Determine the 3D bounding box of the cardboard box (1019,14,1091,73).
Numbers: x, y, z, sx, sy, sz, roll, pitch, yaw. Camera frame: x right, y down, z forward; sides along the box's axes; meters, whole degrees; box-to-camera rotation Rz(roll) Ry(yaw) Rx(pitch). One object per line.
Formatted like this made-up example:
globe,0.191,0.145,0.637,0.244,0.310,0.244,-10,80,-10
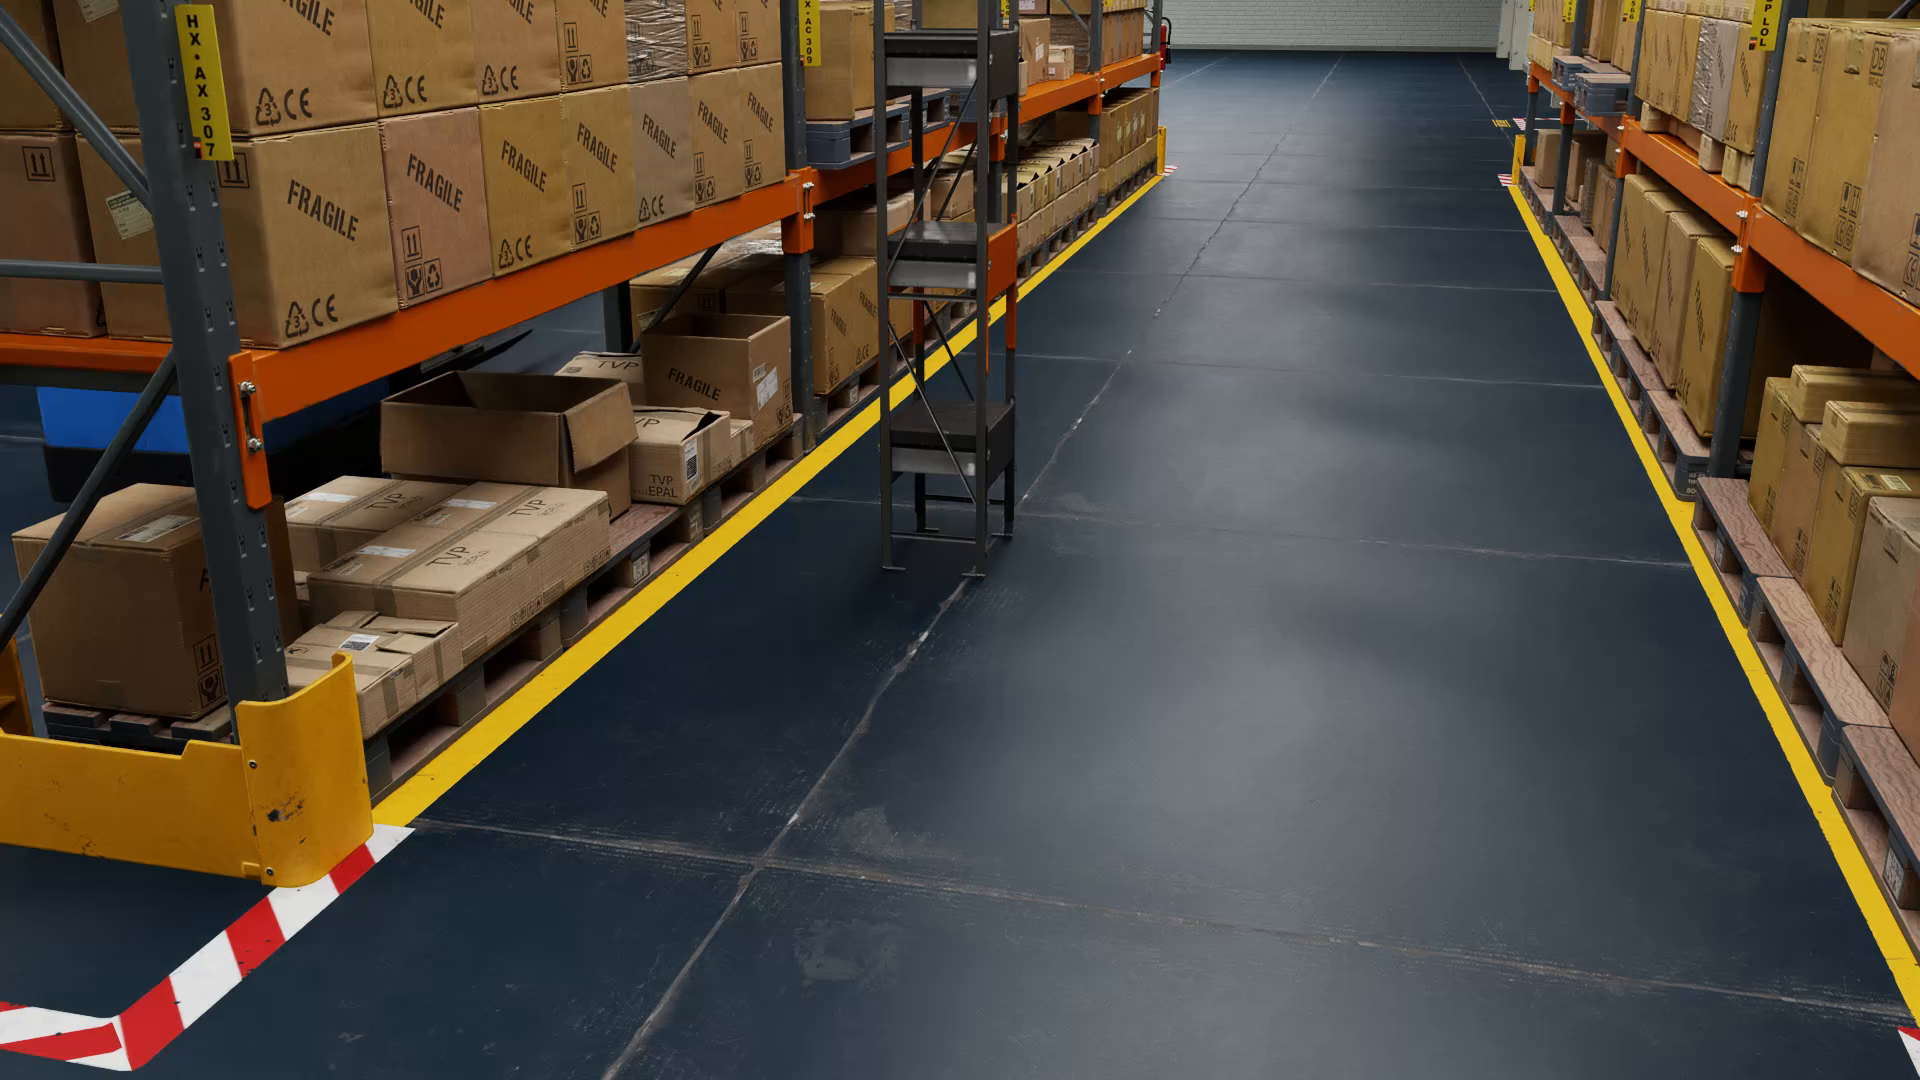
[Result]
cardboard box,0.866,-4.571,15.276,0.700,0.500,0.500,4,19,12

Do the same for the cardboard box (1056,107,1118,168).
cardboard box,1.181,-3.757,15.492,0.500,0.500,0.500,5,19,13

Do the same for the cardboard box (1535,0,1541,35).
cardboard box,6.007,-5.261,16.492,0.500,0.500,0.500,5,19,14

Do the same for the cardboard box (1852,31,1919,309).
cardboard box,3.113,-1.003,4.519,0.980,0.700,0.700,4,19,11

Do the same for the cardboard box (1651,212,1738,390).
cardboard box,3.861,-1.161,8.122,0.750,0.750,0.750,5,20,15

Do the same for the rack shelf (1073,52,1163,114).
rack shelf,1.252,-4.671,16.835,1.077,0.370,4.000,5,19,13

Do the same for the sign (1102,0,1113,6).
sign,1.292,-4.855,14.592,0.100,0.325,0.005,5,19,13

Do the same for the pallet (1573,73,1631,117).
pallet,4.662,-2.882,10.780,1.213,0.211,1.003,5,19,13

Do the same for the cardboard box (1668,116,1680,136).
cardboard box,4.127,-2.303,9.147,0.380,0.149,0.250,4,19,13

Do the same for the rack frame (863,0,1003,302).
rack frame,-0.214,-3.131,11.212,1.000,3.000,0.127,5,19,13

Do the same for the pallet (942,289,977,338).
pallet,-0.433,-1.580,10.987,1.003,0.211,1.213,5,19,13

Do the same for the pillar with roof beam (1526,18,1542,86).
pillar with roof beam,7.437,-13.781,33.113,9.100,9.000,0.400,5,19,13

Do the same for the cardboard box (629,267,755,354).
cardboard box,-1.348,-1.079,8.394,0.500,0.500,0.500,5,19,13

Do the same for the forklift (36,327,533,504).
forklift,-3.052,-1.932,7.810,1.130,2.935,3.031,3,19,10

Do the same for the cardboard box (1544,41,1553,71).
cardboard box,5.628,-4.420,15.187,0.500,0.250,0.500,5,19,13

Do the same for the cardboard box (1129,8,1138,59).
cardboard box,1.491,-5.375,17.629,0.700,0.500,0.500,5,20,15

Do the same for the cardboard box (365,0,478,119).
cardboard box,-1.684,-1.426,4.521,0.500,0.500,0.500,5,19,14

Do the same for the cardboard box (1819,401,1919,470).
cardboard box,2.944,-0.327,5.218,0.380,0.149,0.250,4,19,12

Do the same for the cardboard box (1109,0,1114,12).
cardboard box,1.266,-5.128,15.902,0.380,0.149,0.250,4,19,12

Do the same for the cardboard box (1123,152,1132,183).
cardboard box,1.425,-3.716,16.530,0.500,0.250,0.500,5,19,13

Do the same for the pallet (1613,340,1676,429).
pallet,4.025,-0.799,8.699,1.003,0.211,1.213,5,19,13

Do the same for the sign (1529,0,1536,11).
sign,6.019,-5.701,17.397,0.100,0.325,0.005,5,19,13

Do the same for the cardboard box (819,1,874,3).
cardboard box,-0.819,-2.682,9.093,0.700,0.500,0.500,0,19,-1

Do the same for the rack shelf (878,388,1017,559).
rack shelf,-0.040,-0.266,6.427,0.431,0.518,0.480,5,19,13

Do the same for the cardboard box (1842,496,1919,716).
cardboard box,2.955,0.209,4.652,0.700,0.500,0.500,4,19,12

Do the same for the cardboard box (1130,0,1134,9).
cardboard box,1.580,-5.534,17.091,0.380,0.149,0.250,5,20,15

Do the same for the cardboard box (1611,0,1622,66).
cardboard box,5.137,-3.710,12.072,0.700,0.500,0.500,7,20,21

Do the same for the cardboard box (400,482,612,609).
cardboard box,-1.516,0.008,5.596,0.500,0.250,0.500,5,19,13

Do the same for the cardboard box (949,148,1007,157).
cardboard box,0.169,-3.119,13.914,0.500,0.311,0.500,4,19,12

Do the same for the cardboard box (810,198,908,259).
cardboard box,-0.592,-1.703,9.059,0.500,0.250,0.500,5,19,13

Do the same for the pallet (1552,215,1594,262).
pallet,5.379,-2.431,13.477,1.003,0.211,1.213,5,19,13

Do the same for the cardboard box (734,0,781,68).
cardboard box,-1.063,-2.218,6.840,0.500,0.500,0.500,5,19,14

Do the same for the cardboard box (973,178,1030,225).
cardboard box,0.199,-2.435,11.911,0.500,0.311,0.500,5,20,15

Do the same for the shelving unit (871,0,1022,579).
shelving unit,-0.040,-0.942,6.196,0.431,2.100,0.503,5,19,13

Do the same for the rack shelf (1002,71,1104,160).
rack shelf,0.275,-3.417,13.164,1.077,0.370,4.000,5,19,13

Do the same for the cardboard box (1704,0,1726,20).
cardboard box,3.739,-2.525,7.634,0.500,0.250,0.500,5,19,14

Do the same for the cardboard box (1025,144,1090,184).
cardboard box,0.822,-3.234,14.252,0.500,0.311,0.500,5,20,15

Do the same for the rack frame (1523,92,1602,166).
rack frame,6.546,-5.248,17.412,1.000,3.000,0.127,5,19,13

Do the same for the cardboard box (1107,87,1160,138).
cardboard box,1.899,-4.699,18.248,0.500,0.500,0.500,5,19,13

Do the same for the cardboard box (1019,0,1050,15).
cardboard box,0.623,-4.841,15.061,0.380,0.149,0.250,5,19,13

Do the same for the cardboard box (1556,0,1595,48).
cardboard box,5.384,-4.460,14.146,0.500,0.500,0.500,5,19,13

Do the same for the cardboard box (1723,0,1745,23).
cardboard box,3.614,-2.365,7.166,0.500,0.250,0.500,5,20,15

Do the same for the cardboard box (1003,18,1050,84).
cardboard box,0.432,-4.027,13.683,0.500,0.500,0.500,6,20,17

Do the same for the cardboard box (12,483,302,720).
cardboard box,-2.274,0.162,4.760,0.500,0.500,0.500,5,19,13

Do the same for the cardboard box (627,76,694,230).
cardboard box,-1.312,-1.424,6.062,0.500,0.500,0.500,5,20,15

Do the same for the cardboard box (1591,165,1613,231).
cardboard box,5.327,-2.622,12.909,0.700,0.500,0.500,4,19,12

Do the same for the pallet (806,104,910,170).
pallet,-0.890,-2.028,8.281,1.003,0.211,1.213,5,19,13

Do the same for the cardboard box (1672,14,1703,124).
cardboard box,3.845,-2.323,8.203,0.500,0.500,0.500,5,20,15

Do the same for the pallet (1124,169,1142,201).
pallet,1.295,-3.694,17.177,1.003,0.211,1.213,5,19,13

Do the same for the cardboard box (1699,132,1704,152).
cardboard box,3.775,-1.900,7.969,0.380,0.149,0.250,4,19,12

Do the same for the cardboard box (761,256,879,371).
cardboard box,-0.717,-1.203,8.754,0.500,0.500,0.500,5,19,14

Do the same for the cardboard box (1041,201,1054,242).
cardboard box,0.442,-2.490,12.942,0.500,0.250,0.500,4,19,12
